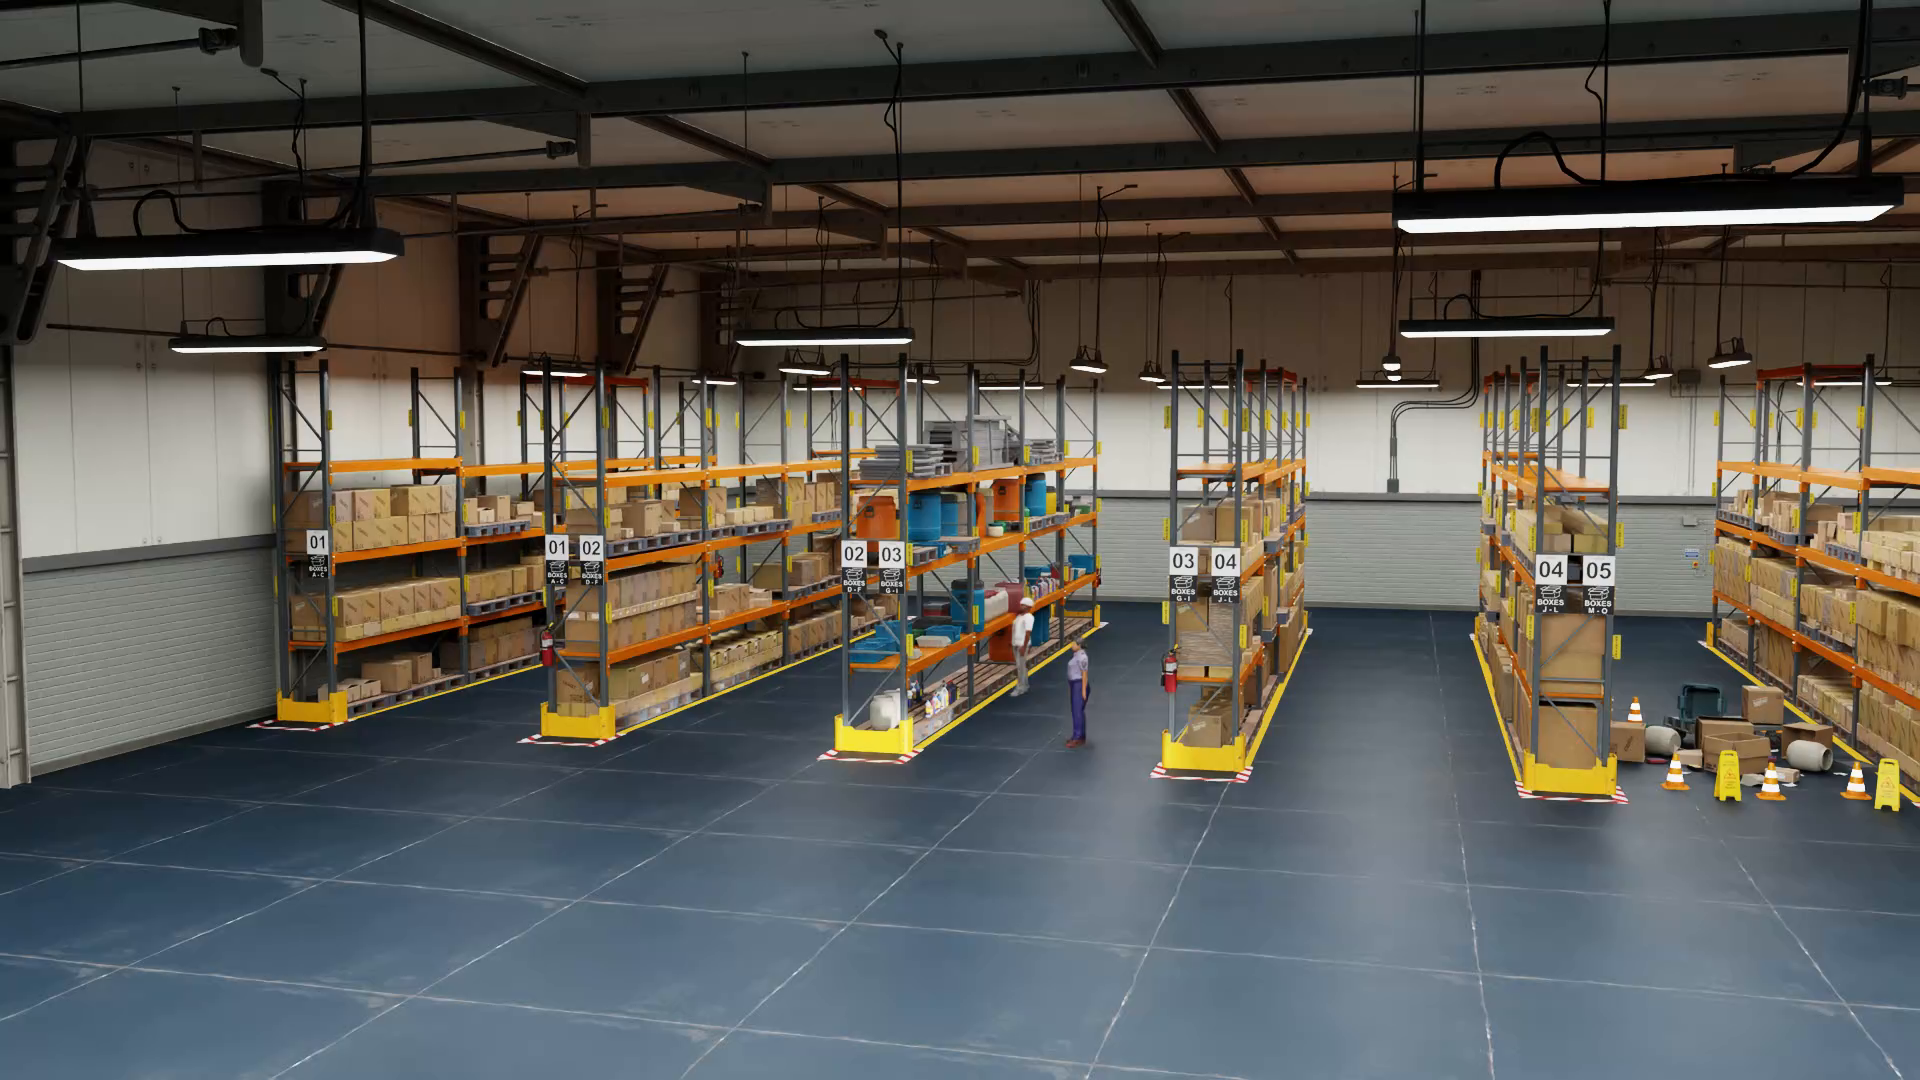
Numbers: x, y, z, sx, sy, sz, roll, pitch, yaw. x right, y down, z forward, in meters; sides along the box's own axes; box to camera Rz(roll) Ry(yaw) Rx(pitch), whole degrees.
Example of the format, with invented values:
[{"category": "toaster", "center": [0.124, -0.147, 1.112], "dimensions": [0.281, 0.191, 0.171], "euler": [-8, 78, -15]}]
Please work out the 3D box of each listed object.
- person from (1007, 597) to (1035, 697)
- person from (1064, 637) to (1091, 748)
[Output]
[{"category": "person", "center": [1.075, 1.938, 30.357], "dimensions": [0.564, 1.773, 0.588], "euler": [-2, 5, -26]}, {"category": "person", "center": [1.799, 2.334, 25.715], "dimensions": [0.435, 1.665, 0.620], "euler": [0, 4, -4]}]
